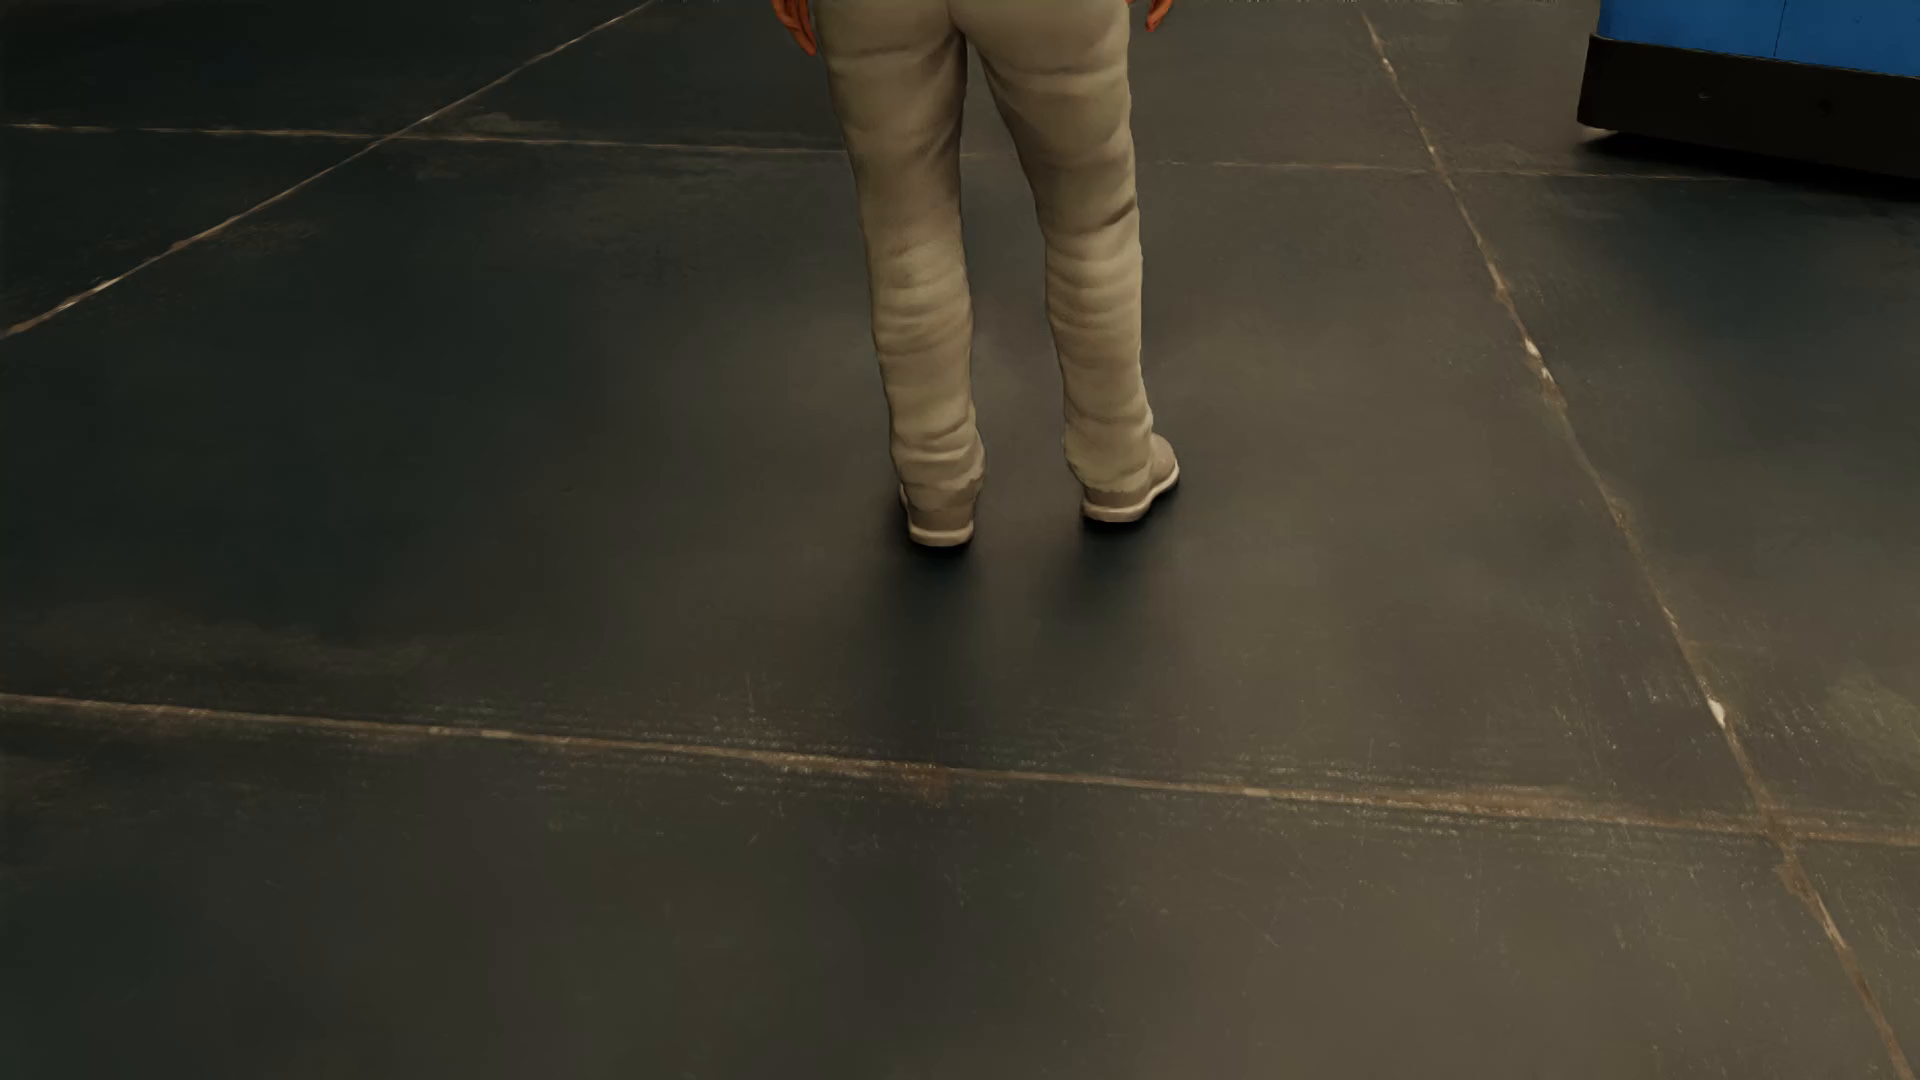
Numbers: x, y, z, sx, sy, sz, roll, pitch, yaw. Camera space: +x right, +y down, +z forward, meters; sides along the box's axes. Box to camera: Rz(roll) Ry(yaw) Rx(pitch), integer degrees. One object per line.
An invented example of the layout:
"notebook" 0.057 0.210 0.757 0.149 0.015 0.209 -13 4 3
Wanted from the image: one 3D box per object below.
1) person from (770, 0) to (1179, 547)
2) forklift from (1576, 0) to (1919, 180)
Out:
"person" 0.033 -0.785 2.190 0.598 1.669 0.529 3 27 7
"forklift" 3.132 -2.756 4.742 1.130 2.935 3.031 23 35 38
